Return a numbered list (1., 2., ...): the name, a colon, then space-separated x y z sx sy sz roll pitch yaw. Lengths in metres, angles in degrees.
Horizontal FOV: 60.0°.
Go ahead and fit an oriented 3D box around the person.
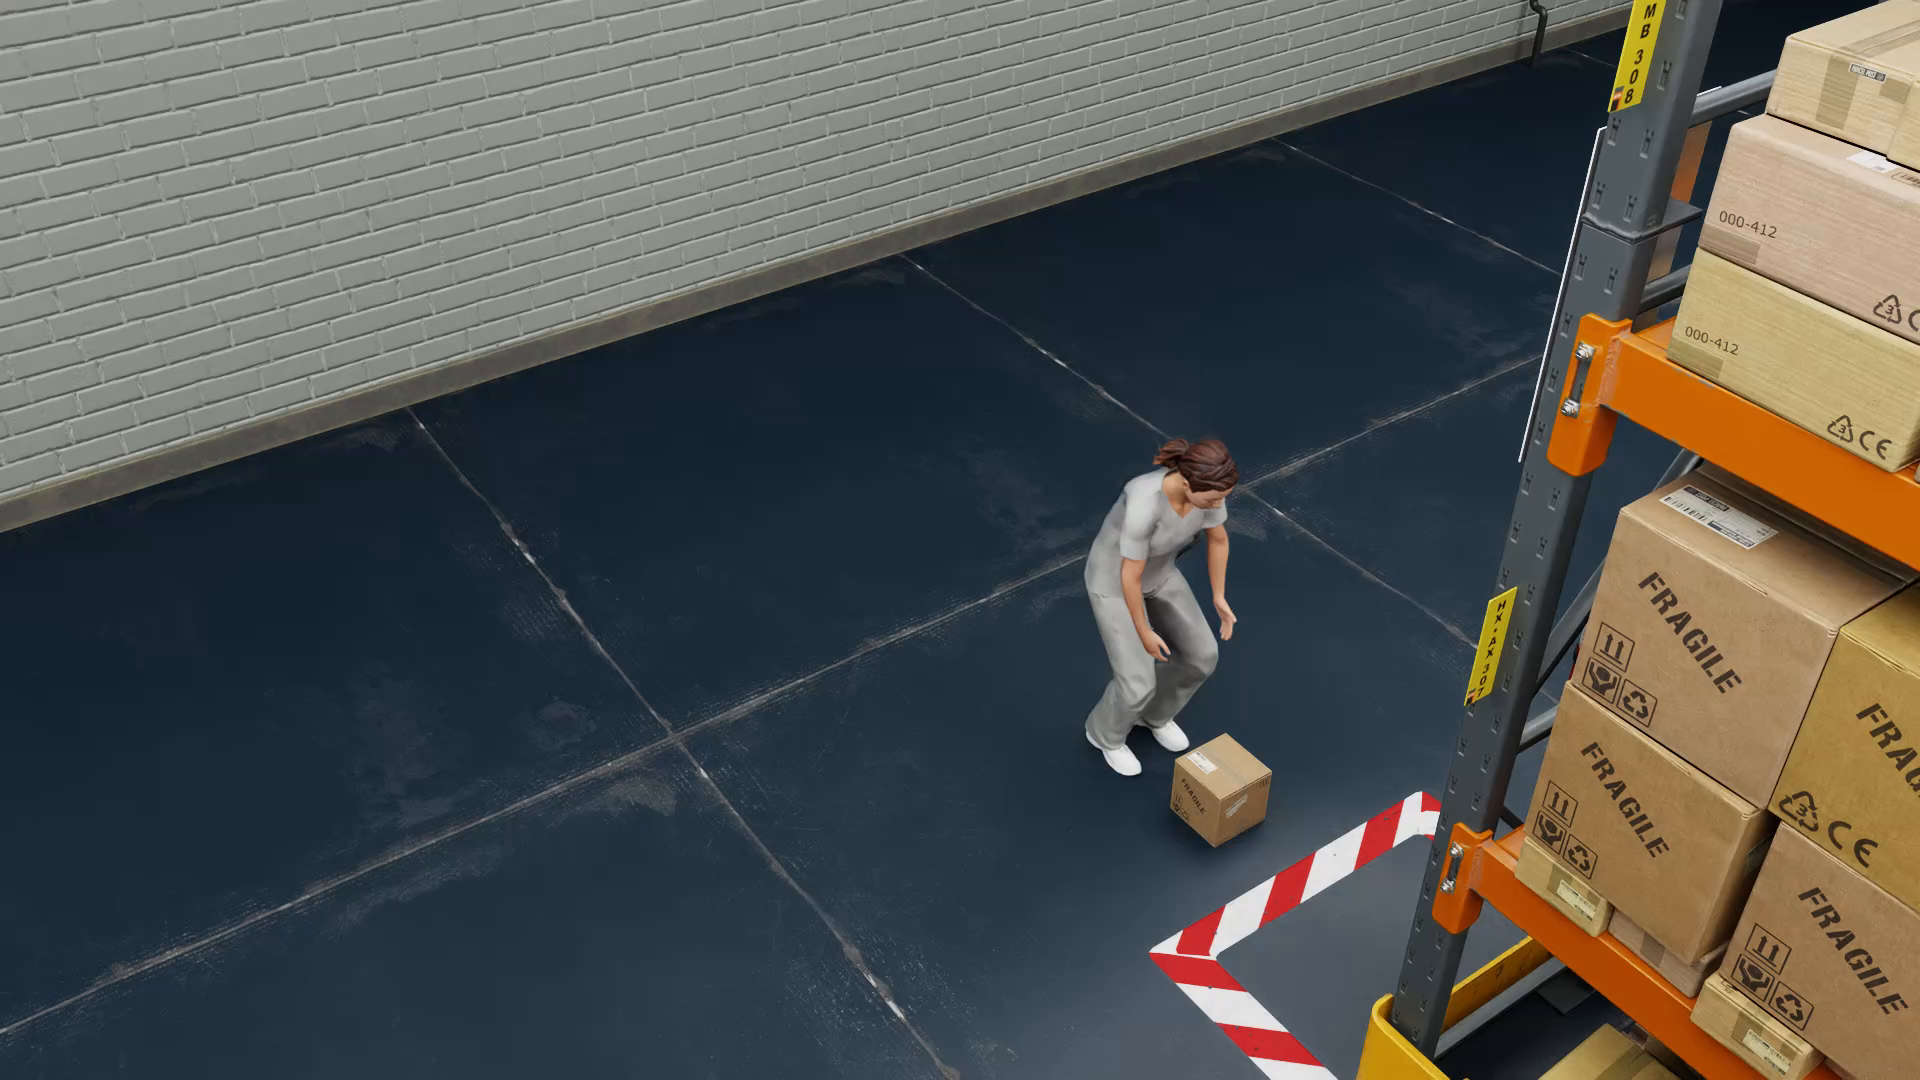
1. person: 0.733 0.199 6.040 0.486 1.493 0.554 -22 42 -27
